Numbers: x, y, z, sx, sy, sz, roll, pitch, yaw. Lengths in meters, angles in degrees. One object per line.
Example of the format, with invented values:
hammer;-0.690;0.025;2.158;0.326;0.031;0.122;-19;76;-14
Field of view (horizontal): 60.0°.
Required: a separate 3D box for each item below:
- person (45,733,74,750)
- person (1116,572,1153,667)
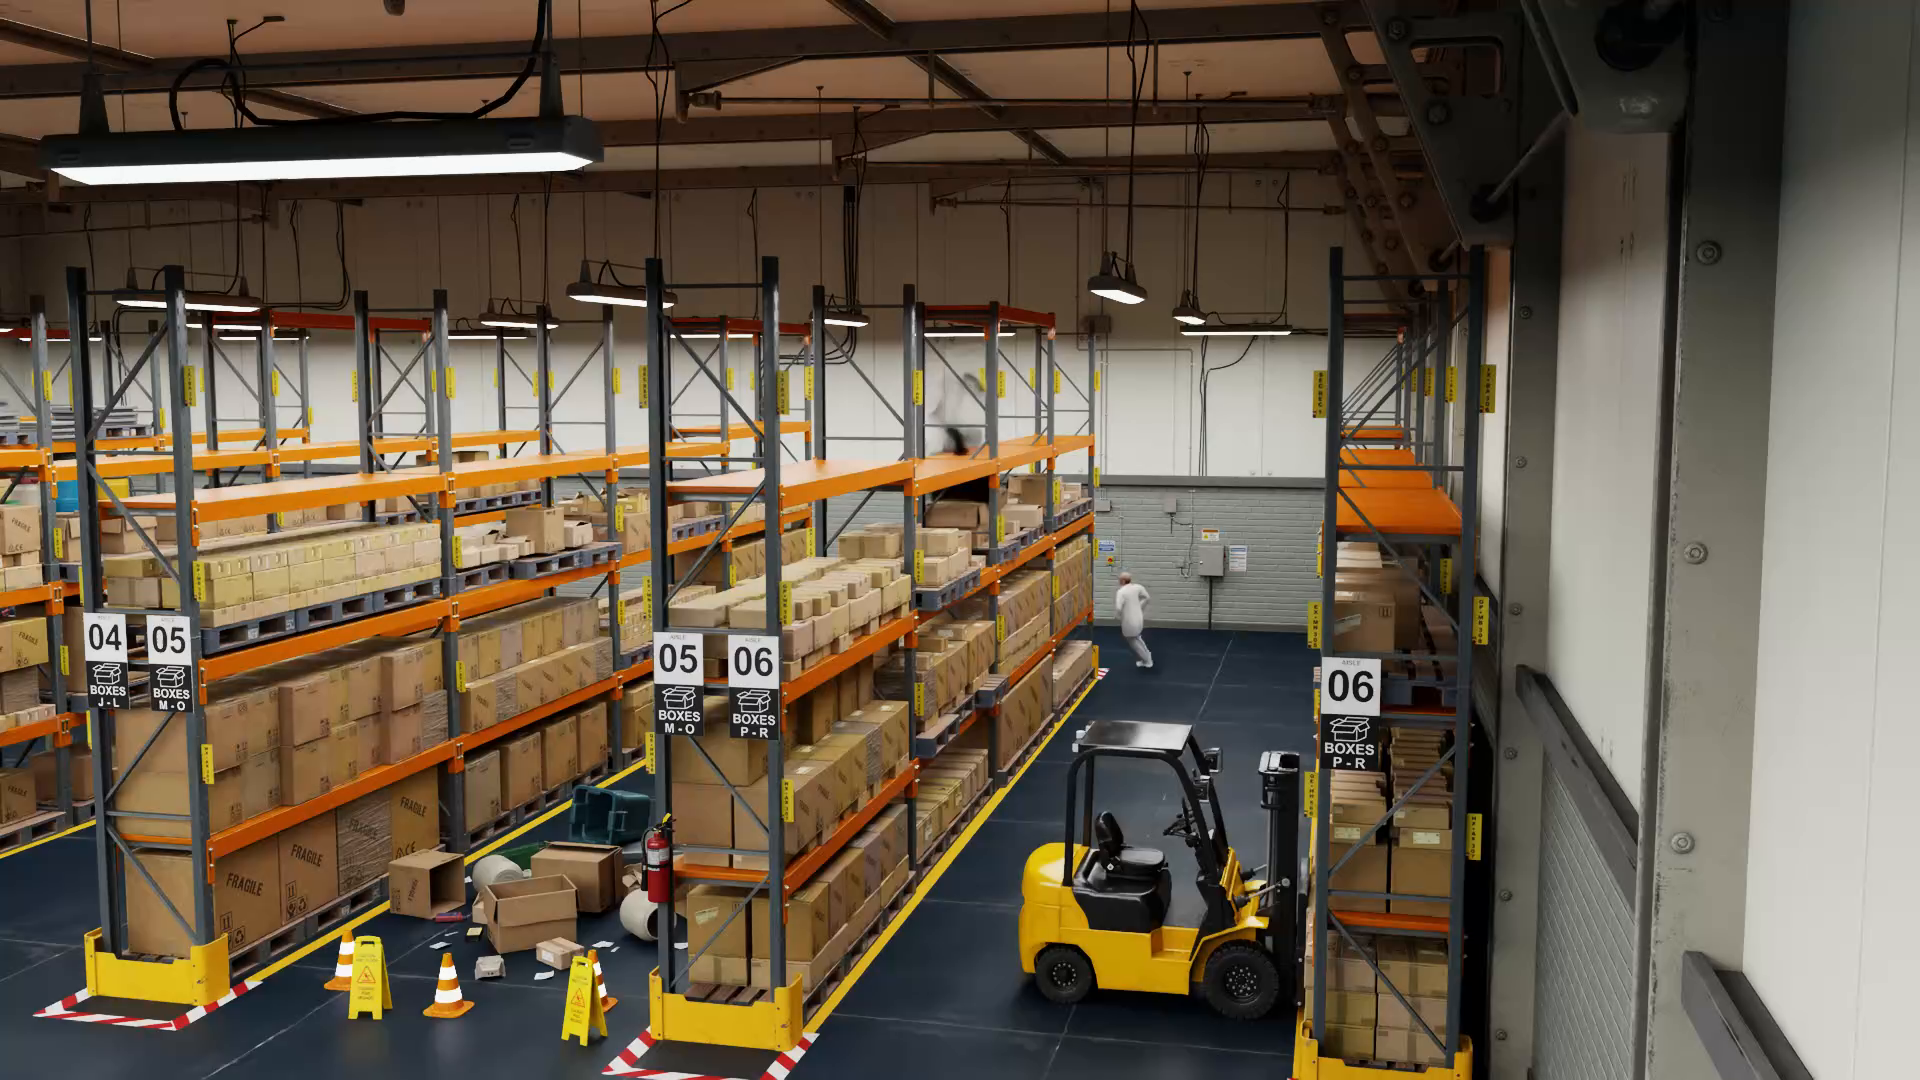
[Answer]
person;-11.812;2.138;21.697;0.600;1.681;0.892;0;6;3
person;3.038;1.408;28.985;0.887;1.727;0.570;-5;7;-38
